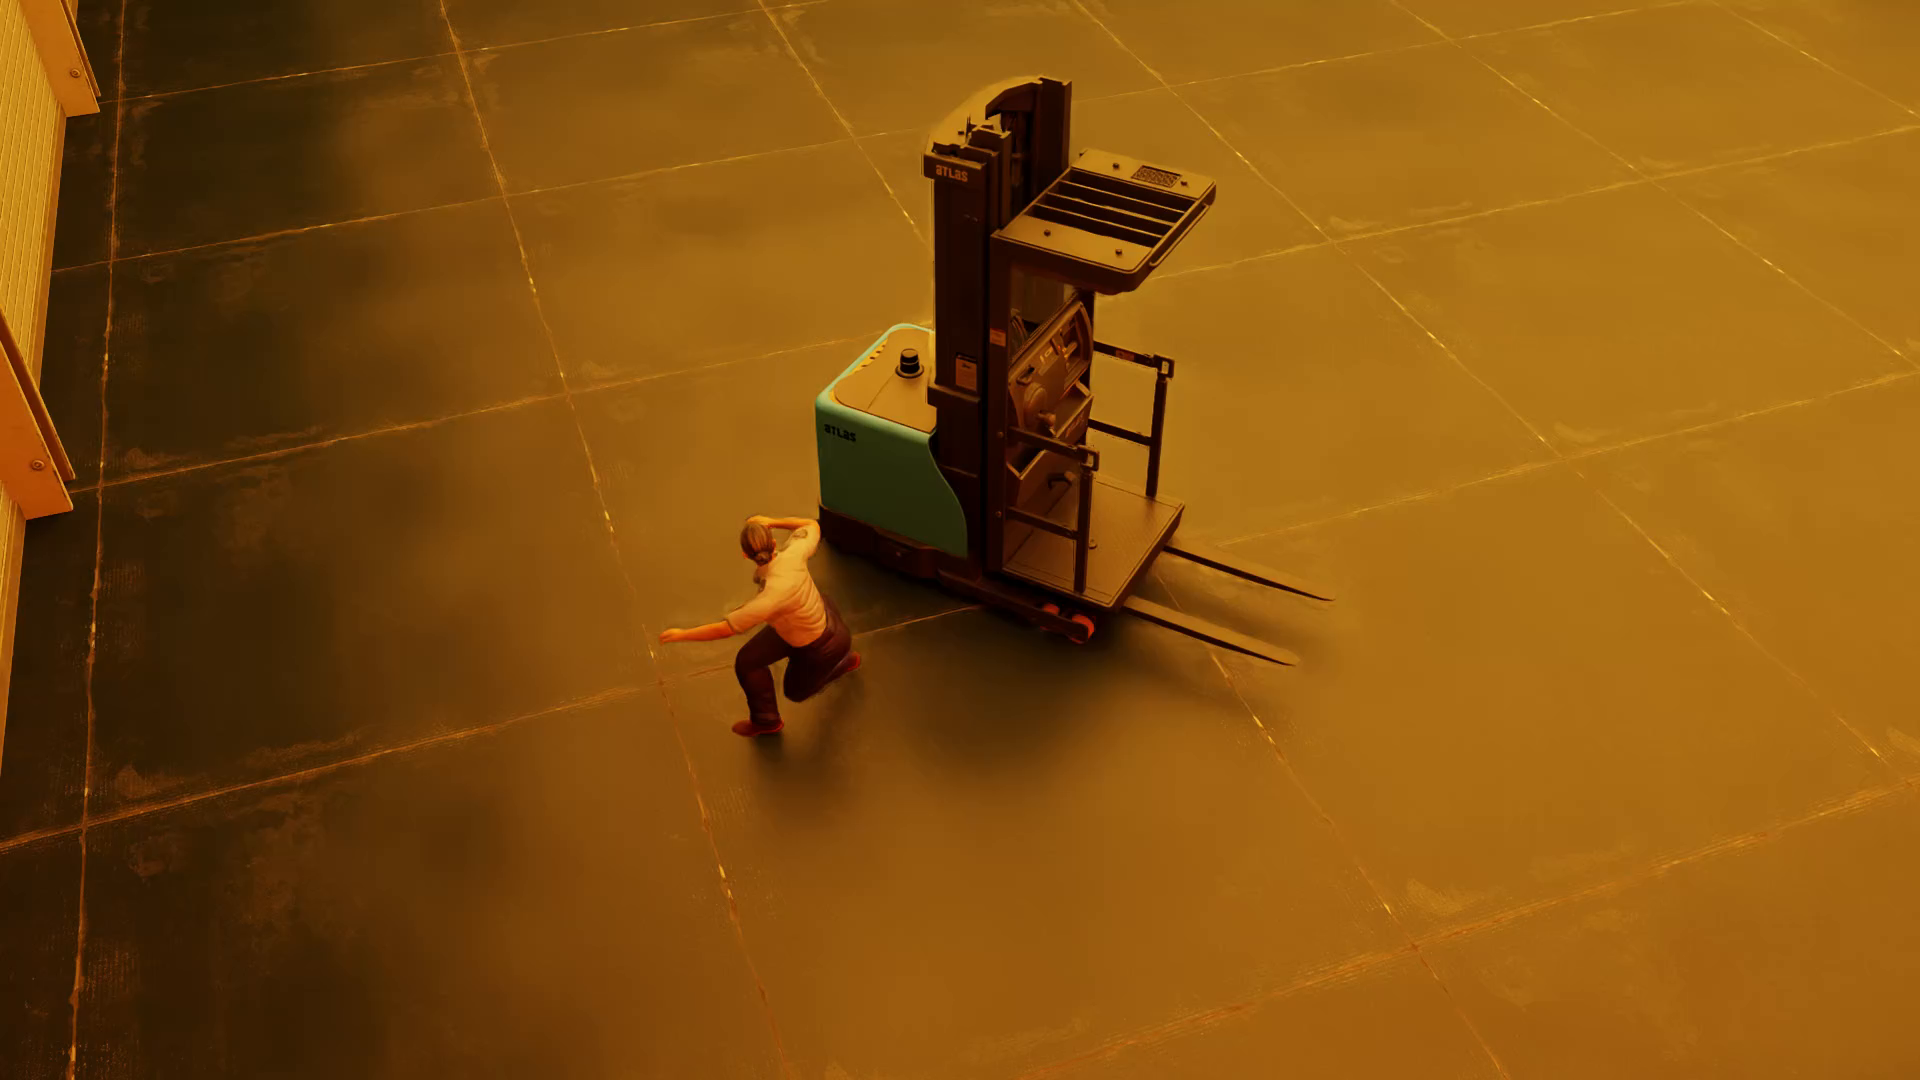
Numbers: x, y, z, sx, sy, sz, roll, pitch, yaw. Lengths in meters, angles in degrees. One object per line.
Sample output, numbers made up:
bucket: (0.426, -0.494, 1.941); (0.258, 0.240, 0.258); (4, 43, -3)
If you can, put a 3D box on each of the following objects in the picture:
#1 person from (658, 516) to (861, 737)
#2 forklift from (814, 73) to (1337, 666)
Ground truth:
person: (-1.060, 0.412, 8.723); (1.061, 1.420, 0.794); (-10, 41, -12)
forklift: (0.681, -0.923, 9.095); (3.031, 2.935, 1.130); (20, 44, 22)
